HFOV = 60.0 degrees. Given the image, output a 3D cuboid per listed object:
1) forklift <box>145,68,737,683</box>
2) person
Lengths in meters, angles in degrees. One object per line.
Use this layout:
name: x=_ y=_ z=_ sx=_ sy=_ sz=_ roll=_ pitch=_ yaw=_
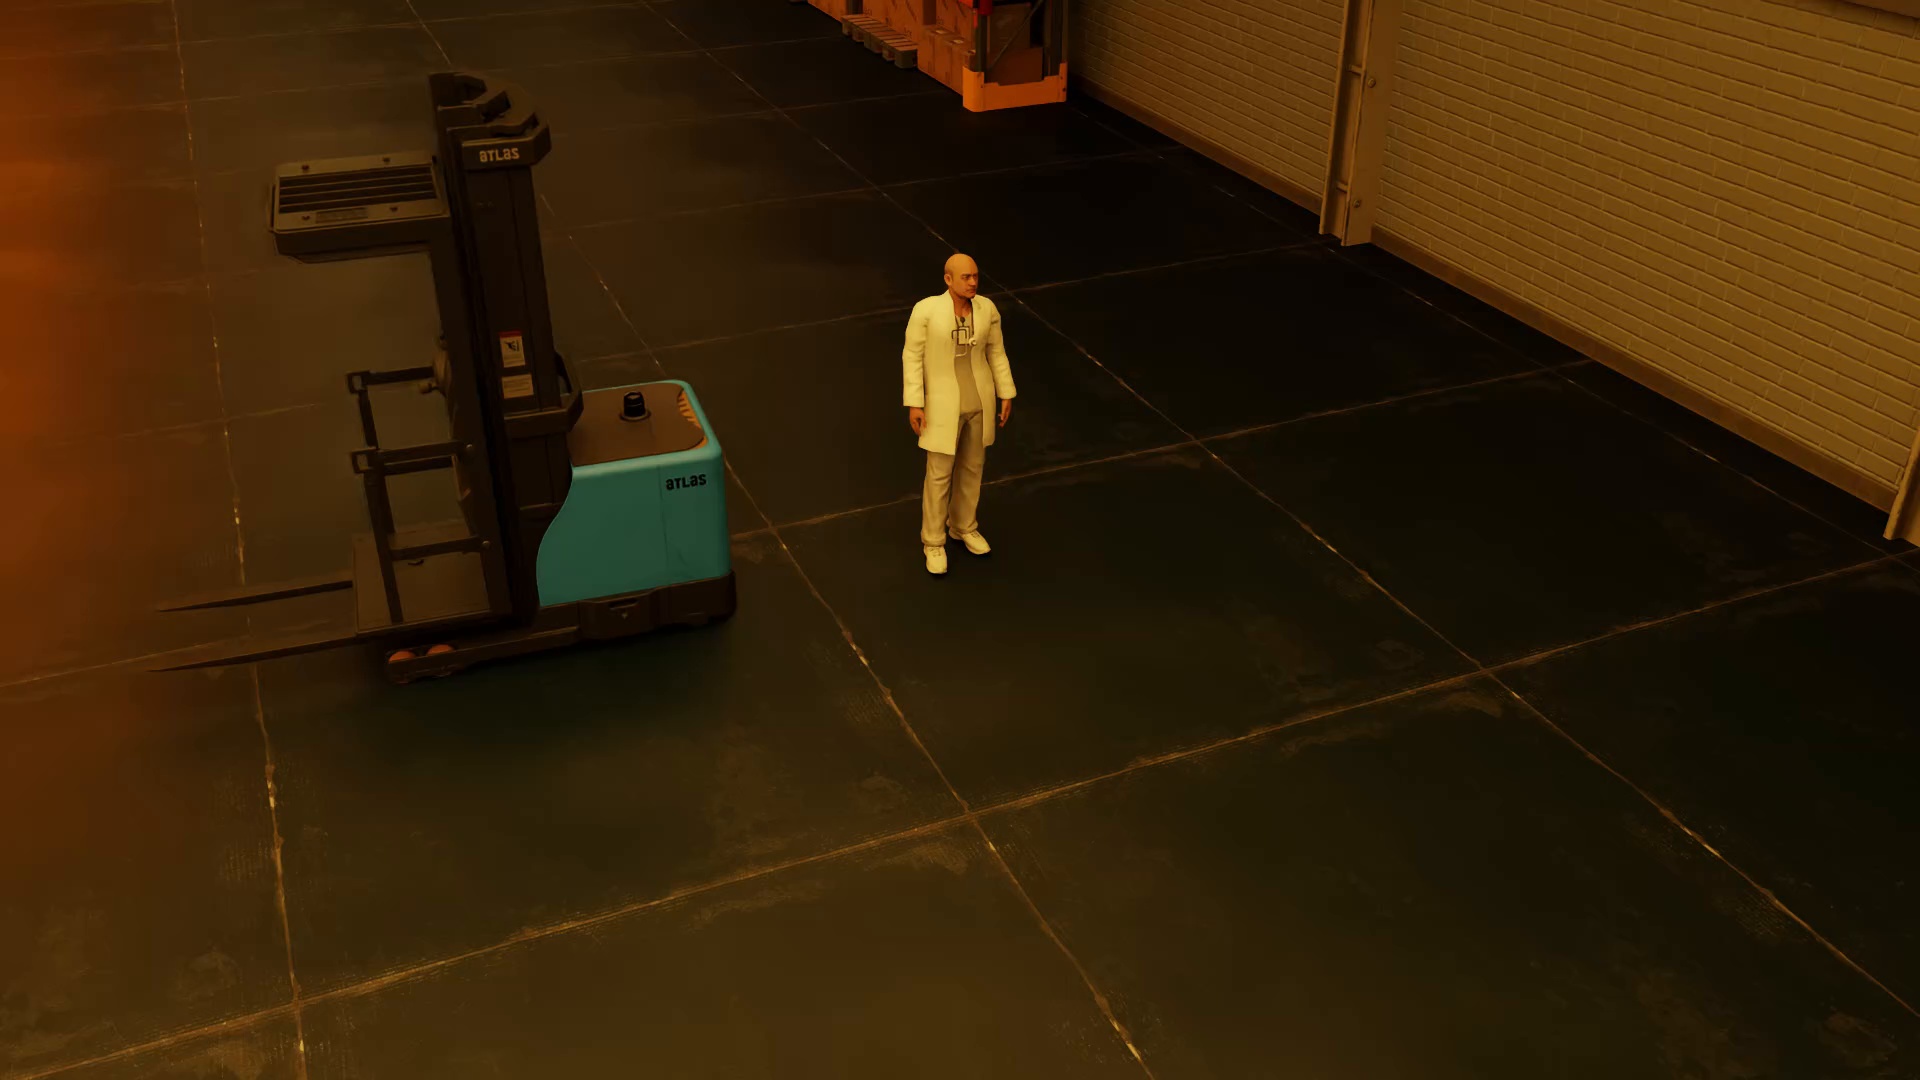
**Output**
forklift: x=-2.821 y=-0.813 z=8.542 sx=3.031 sy=2.935 sz=1.130 roll=-10 pitch=31 yaw=-16
person: x=0.033 y=-0.736 z=9.554 sx=0.698 sy=1.777 sz=0.578 roll=-12 pitch=32 yaw=-20
